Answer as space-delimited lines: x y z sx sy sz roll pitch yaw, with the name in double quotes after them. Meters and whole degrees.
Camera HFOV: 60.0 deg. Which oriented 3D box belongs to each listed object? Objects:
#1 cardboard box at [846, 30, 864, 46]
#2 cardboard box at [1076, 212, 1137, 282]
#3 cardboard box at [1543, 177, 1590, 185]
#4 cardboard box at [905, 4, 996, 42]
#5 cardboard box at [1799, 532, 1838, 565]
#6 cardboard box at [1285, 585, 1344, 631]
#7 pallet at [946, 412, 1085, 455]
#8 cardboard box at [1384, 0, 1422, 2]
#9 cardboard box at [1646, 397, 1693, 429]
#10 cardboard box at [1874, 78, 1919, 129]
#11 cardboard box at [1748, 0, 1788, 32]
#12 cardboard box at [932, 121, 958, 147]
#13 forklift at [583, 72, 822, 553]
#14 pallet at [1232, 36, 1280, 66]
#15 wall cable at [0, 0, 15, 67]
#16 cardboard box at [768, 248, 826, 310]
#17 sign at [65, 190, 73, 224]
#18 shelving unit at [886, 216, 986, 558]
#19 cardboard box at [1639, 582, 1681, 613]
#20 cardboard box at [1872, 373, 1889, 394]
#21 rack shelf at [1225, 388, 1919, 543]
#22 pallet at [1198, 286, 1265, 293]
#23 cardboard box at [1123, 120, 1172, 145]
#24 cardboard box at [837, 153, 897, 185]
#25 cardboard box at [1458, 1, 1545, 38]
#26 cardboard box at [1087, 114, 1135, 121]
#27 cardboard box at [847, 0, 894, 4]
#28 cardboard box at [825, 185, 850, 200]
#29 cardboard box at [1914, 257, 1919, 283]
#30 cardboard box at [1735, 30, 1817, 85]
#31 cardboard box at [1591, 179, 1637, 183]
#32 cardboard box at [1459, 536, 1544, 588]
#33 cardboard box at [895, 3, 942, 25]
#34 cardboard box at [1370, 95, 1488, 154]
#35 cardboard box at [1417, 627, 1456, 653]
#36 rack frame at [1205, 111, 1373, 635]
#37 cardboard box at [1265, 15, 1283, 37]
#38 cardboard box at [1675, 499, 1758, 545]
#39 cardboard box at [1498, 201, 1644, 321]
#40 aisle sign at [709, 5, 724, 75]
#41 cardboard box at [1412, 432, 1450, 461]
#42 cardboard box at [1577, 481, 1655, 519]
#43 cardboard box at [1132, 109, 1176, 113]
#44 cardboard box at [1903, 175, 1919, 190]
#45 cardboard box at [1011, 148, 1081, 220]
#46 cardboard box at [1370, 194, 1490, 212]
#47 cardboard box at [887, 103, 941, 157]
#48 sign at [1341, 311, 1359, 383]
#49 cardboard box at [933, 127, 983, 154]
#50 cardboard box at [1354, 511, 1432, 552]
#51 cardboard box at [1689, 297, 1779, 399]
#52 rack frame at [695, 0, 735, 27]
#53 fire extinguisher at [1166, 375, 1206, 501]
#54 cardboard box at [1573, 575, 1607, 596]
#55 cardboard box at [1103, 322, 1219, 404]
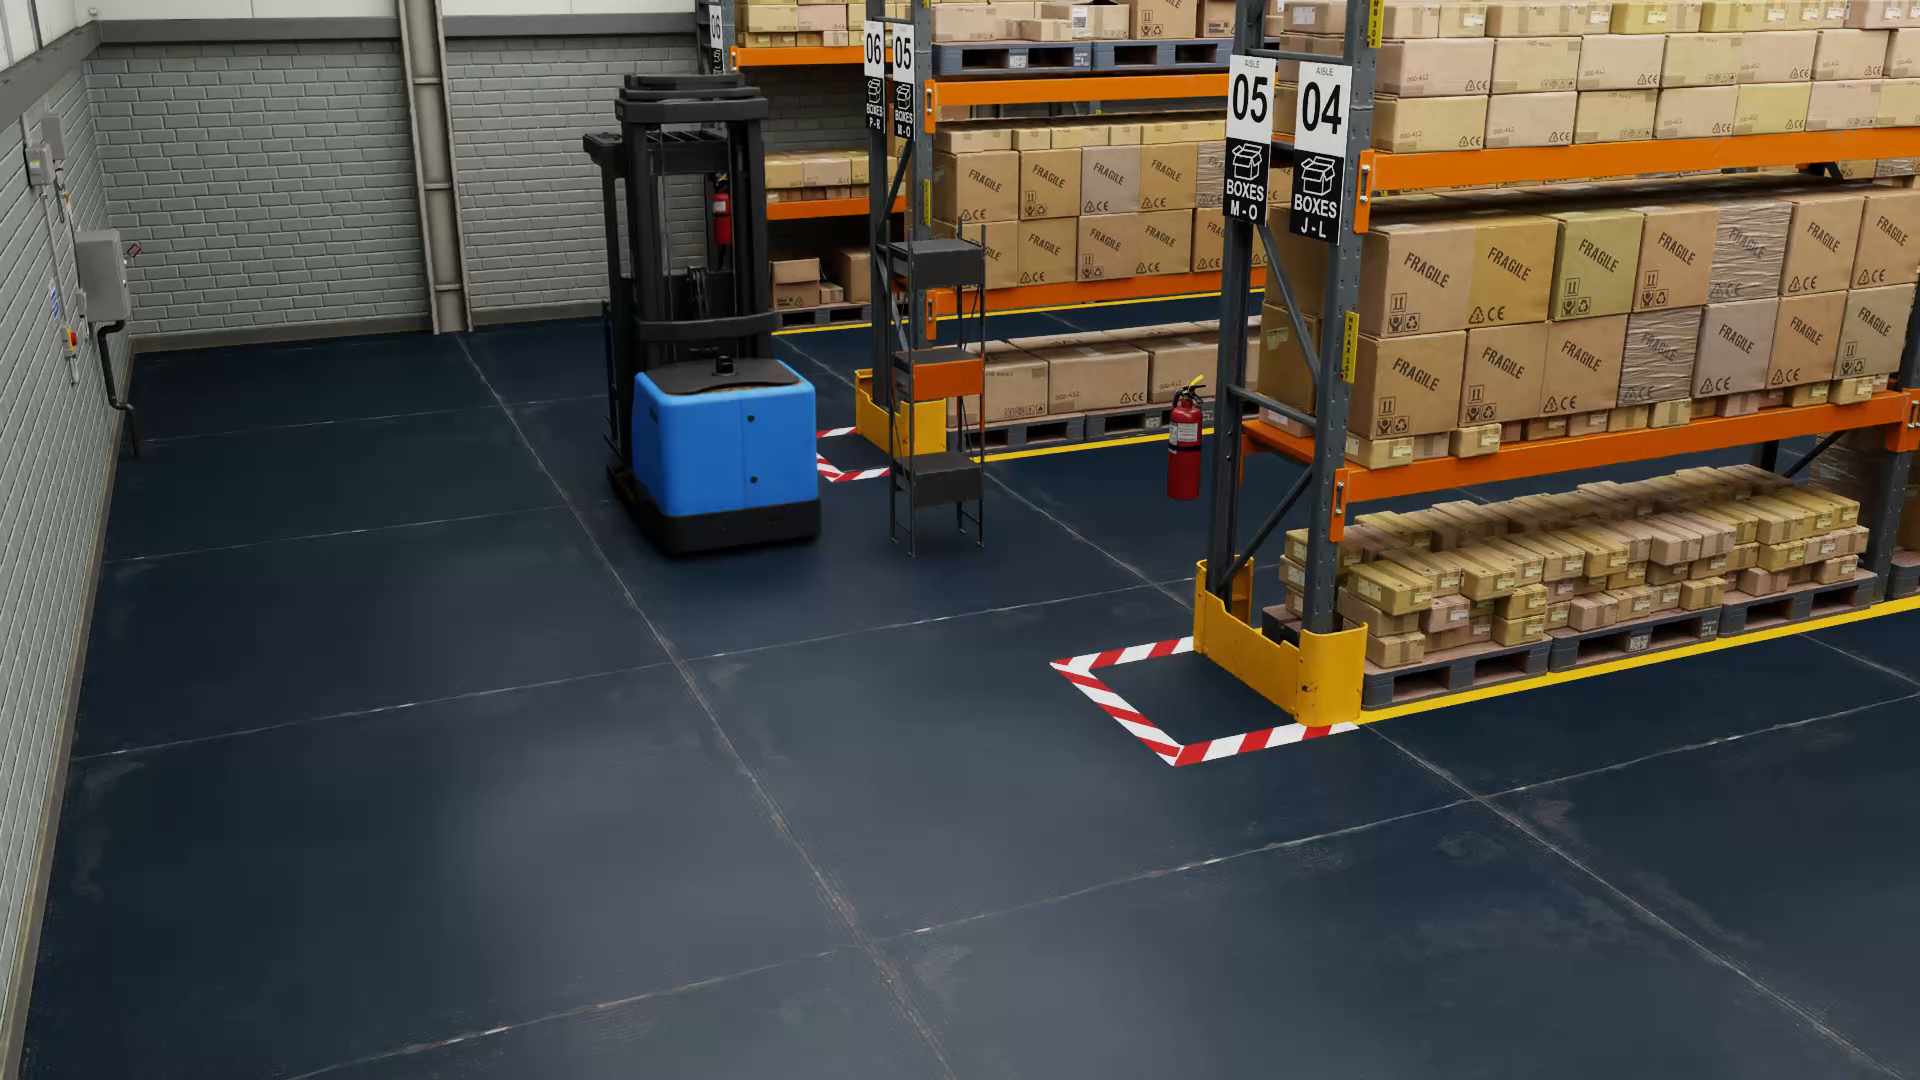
-1.057 -5.042 16.688 0.250 0.149 0.380 -8 21 -22 "cardboard box"
1.030 -2.312 12.921 0.500 0.500 0.500 -8 21 -22 "cardboard box"
5.128 -3.378 14.444 0.500 0.500 0.500 -9 21 -23 "cardboard box"
-0.075 -3.829 12.306 0.500 0.250 0.500 -10 22 -27 "cardboard box"
4.867 0.002 9.714 0.250 0.149 0.380 -9 21 -25 "cardboard box"
2.002 0.357 9.151 0.250 0.149 0.380 -8 21 -21 "cardboard box"
0.251 -0.966 13.449 1.213 0.211 1.003 -8 21 -22 "pallet"
2.047 -2.567 8.152 0.250 0.149 0.380 -8 21 -21 "cardboard box"
3.697 -0.728 8.950 0.250 0.149 0.380 -8 21 -21 "cardboard box"
4.930 -2.380 8.974 0.500 0.250 0.500 -8 21 -21 "cardboard box"
3.918 -2.648 8.382 0.250 0.149 0.380 -8 21 -22 "cardboard box"
-0.202 -3.086 12.636 0.250 0.149 0.380 -8 21 -21 "cardboard box"
-1.934 -1.755 11.593 1.130 2.935 3.031 -8 21 -21 "forklift"
2.465 -3.947 13.333 1.213 0.211 1.003 -8 21 -22 "pallet"
-5.564 -4.148 9.253 0.029 3.000 0.463 -8 21 -22 "wall cable"
-1.823 -2.738 17.408 0.637 0.503 0.797 -9 21 -24 "cardboard box"
-6.487 -2.409 12.104 0.001 0.242 0.339 -8 21 -22 "sign"
-0.152 -0.969 10.611 0.503 2.100 0.431 -8 21 -22 "shelving unit"
3.832 0.270 9.400 0.250 0.149 0.380 -8 21 -21 "cardboard box"
5.104 -0.955 9.596 0.250 0.149 0.380 -8 21 -23 "cardboard box"
3.438 -0.580 9.236 4.000 0.370 1.077 -8 21 -22 "rack shelf"
3.105 -3.157 19.670 1.213 0.211 1.003 -8 21 -22 "pallet"
1.424 -3.131 12.764 0.250 0.149 0.380 -9 21 -23 "cardboard box"
-0.972 -3.847 17.209 0.500 0.250 0.500 -9 21 -23 "cardboard box"
2.508 -2.439 7.789 0.250 0.149 0.380 -8 21 -22 "cardboard box"
1.196 -3.299 13.242 0.250 0.149 0.380 -7 21 -20 "cardboard box"
-0.985 -5.499 16.632 0.500 0.250 0.500 -8 21 -23 "cardboard box"
-1.312 -3.614 17.148 0.250 0.149 0.380 -7 21 -20 "cardboard box"
5.565 -1.655 10.056 0.250 0.149 0.380 -7 21 -19 "cardboard box"
3.992 -2.489 8.532 0.500 0.250 0.500 -7 21 -20 "cardboard box"
5.618 -3.087 14.745 0.500 0.250 0.500 -9 21 -23 "cardboard box"
2.899 0.119 8.931 0.250 0.149 0.380 -9 21 -25 "cardboard box"
-0.507 -5.337 16.925 0.500 0.250 0.500 -9 21 -23 "cardboard box"
2.115 -1.982 7.843 0.500 0.250 0.500 -7 21 -20 "cardboard box"
2.417 0.460 8.861 0.250 0.149 0.380 -8 21 -22 "cardboard box"
1.601 -0.656 8.370 0.127 3.000 1.000 -8 21 -22 "rack frame"
2.518 -4.004 12.956 0.250 0.149 0.380 -8 21 -21 "cardboard box"
4.337 -0.099 9.552 0.250 0.149 0.380 -7 21 -20 "cardboard box"
3.066 -1.424 8.444 0.500 0.500 0.500 -9 21 -23 "cardboard box"
-2.368 -4.793 16.205 0.004 0.787 0.394 -8 21 -22 "aisle sign"
2.246 -0.527 8.379 0.250 0.149 0.380 -7 21 -20 "cardboard box"
3.890 -0.218 9.889 0.250 0.149 0.380 -8 21 -21 "cardboard box"
2.259 -4.501 18.505 0.500 0.500 0.700 -8 21 -21 "cardboard box"
9.261 -3.529 16.274 0.250 0.149 0.380 -8 21 -22 "cardboard box"
0.573 -2.718 12.568 0.500 0.500 0.500 -9 21 -23 "cardboard box"
2.388 -1.518 8.713 0.500 0.500 0.500 -9 21 -24 "cardboard box"
-0.521 -4.264 17.265 0.500 0.500 0.500 -8 21 -21 "cardboard box"
1.816 -0.899 7.756 0.005 0.325 0.100 -8 21 -22 "sign"
-0.017 -2.940 12.222 0.250 0.149 0.380 -8 21 -21 "cardboard box"
2.428 -0.026 9.343 0.250 0.149 0.380 -9 21 -23 "cardboard box"
4.007 -1.087 8.995 0.500 0.500 0.500 -8 21 -22 "cardboard box"
-2.422 -6.495 15.920 0.127 3.000 1.000 -8 21 -22 "rack frame"
1.187 -0.552 8.750 0.183 0.674 0.296 -8 21 -22 "fire extinguisher"
3.365 0.168 9.239 0.250 0.149 0.380 -7 21 -19 "cardboard box"
1.780 -1.501 13.993 0.875 0.438 0.875 -9 21 -24 "cardboard box"
